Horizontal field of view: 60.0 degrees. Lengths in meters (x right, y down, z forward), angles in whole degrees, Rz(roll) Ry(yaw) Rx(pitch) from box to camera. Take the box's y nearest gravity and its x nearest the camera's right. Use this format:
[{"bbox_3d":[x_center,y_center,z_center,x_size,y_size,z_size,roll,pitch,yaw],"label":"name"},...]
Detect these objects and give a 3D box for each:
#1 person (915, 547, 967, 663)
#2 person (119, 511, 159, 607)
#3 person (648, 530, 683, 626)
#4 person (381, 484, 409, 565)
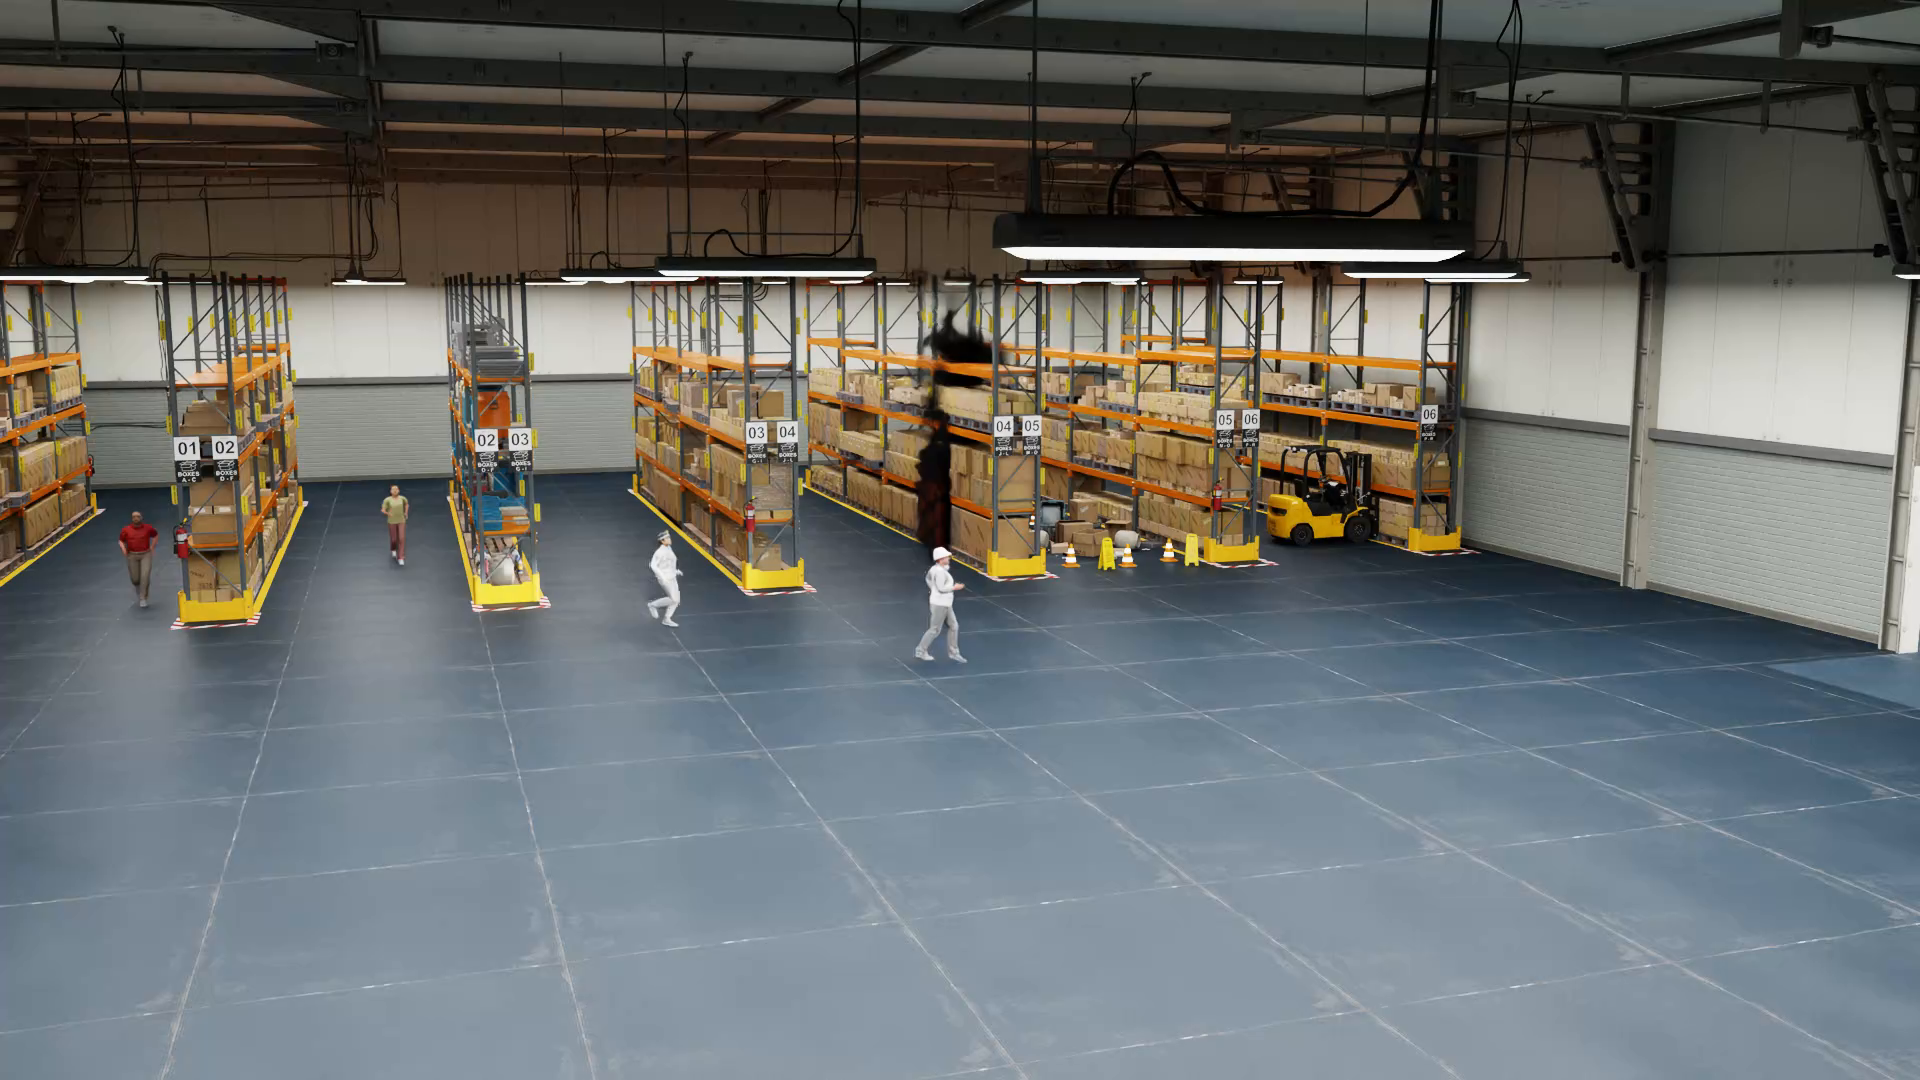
[{"bbox_3d":[-0.289,1.007,25.446,0.801,1.806,0.654,0,9,3],"label":"person"},{"bbox_3d":[-15.007,0.322,30.436,0.663,1.717,0.816,-4,9,-23],"label":"person"},{"bbox_3d":[-5.036,0.650,28.395,0.551,1.659,0.622,2,9,13],"label":"person"},{"bbox_3d":[-11.794,-0.343,34.803,0.578,1.657,0.923,-4,10,-26],"label":"person"}]
